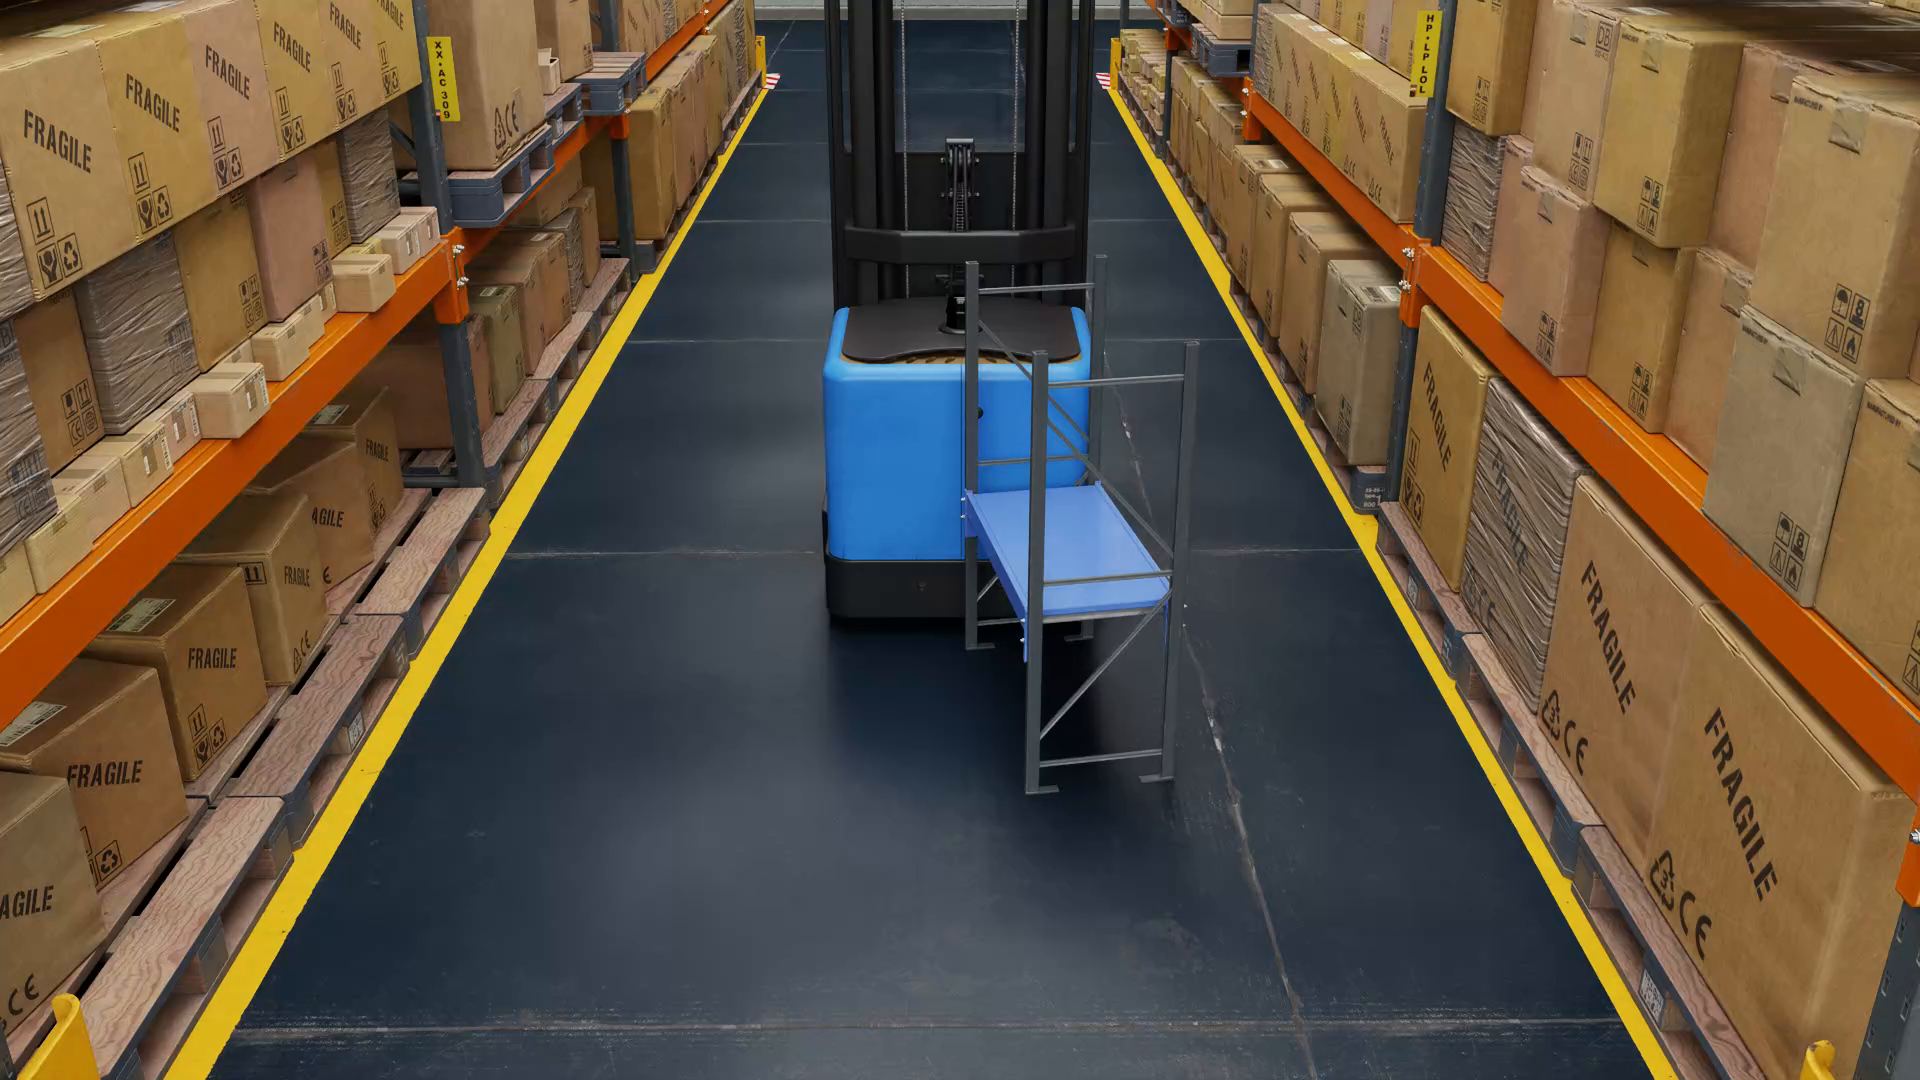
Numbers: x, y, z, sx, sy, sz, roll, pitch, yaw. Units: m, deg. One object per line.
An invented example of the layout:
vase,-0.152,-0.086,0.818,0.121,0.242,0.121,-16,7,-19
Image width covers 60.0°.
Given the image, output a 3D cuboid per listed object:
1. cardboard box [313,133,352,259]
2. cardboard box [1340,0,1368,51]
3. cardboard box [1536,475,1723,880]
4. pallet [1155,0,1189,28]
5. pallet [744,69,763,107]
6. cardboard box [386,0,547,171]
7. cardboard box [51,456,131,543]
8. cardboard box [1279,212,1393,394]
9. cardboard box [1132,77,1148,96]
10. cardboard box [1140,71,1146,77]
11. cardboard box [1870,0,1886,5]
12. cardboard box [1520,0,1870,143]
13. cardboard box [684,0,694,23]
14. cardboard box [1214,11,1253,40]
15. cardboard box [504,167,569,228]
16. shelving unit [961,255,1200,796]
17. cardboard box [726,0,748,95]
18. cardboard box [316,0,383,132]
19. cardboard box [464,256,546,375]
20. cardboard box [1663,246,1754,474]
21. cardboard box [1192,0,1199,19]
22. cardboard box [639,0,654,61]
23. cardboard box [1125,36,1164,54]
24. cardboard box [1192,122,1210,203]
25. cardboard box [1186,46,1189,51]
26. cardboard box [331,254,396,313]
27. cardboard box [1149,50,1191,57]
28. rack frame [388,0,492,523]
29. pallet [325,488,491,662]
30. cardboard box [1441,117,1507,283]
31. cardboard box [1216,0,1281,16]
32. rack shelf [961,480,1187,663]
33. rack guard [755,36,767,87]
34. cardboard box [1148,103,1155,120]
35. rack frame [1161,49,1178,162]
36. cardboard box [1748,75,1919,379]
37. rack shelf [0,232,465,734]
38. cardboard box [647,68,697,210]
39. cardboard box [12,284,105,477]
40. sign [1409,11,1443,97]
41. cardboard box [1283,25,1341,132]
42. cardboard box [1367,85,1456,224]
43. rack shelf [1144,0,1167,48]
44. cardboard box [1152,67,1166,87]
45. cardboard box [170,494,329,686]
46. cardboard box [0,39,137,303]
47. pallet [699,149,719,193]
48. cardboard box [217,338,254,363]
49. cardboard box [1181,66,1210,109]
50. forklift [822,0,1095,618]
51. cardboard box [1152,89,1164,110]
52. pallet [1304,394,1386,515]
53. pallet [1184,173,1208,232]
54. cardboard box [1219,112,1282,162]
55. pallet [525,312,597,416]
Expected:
cardboard box,-2.684,-1.218,5.821,0.875,0.500,0.500,0,24,-1
cardboard box,2.335,-2.744,8.342,0.700,0.500,0.500,0,24,-1
cardboard box,2.322,0.374,4.853,0.875,0.875,0.875,-1,24,-1
pallet,2.139,-4.303,13.357,1.003,0.211,1.213,0,24,-1
pallet,-2.641,-4.774,17.550,1.003,0.211,1.213,0,24,-1
cardboard box,-2.466,-2.222,7.285,1.000,1.000,1.000,0,24,0
cardboard box,-2.313,-0.094,4.123,0.380,0.149,0.250,0,24,-1
cardboard box,2.260,-1.229,8.548,1.050,0.750,0.750,0,24,-1
cardboard box,1.919,-4.506,16.523,0.380,0.149,0.250,-1,24,-3
cardboard box,2.011,-4.737,16.672,0.380,0.149,0.250,-1,24,-3
cardboard box,6.968,-4.116,12.286,0.500,0.250,0.500,-1,24,-2
cardboard box,2.455,-1.592,5.637,0.875,0.550,0.550,0,24,-1
cardboard box,-2.408,-4.376,13.164,0.500,0.500,0.500,0,24,1
cardboard box,1.855,-3.336,10.781,0.380,0.149,0.250,0,24,0
cardboard box,-2.588,-1.986,9.591,0.500,0.250,0.500,2,24,5
shelving unit,0.362,-0.083,5.614,0.538,1.500,1.048,-5,25,-10
cardboard box,-2.631,-4.959,16.643,0.875,0.875,0.875,0,24,-1
cardboard box,-2.310,-1.676,5.619,0.500,0.500,0.500,0,24,-1
cardboard box,-2.575,-1.171,8.698,0.700,0.500,0.500,-2,24,-5
cardboard box,2.449,-0.440,4.402,0.875,0.550,0.550,0,24,-1
cardboard box,1.847,-3.758,11.714,0.380,0.149,0.250,-1,24,-3
cardboard box,-2.382,-3.537,11.309,0.500,0.500,0.500,-1,24,-2
cardboard box,1.897,-5.083,17.077,0.380,0.149,0.250,0,24,-1
cardboard box,2.027,-2.812,12.352,0.500,0.500,0.500,-1,24,-3
cardboard box,2.506,-4.984,16.858,0.380,0.149,0.250,-1,24,-3
cardboard box,-2.251,-0.918,5.946,0.380,0.149,0.250,0,24,-1
cardboard box,2.031,-4.655,16.131,0.380,0.149,0.250,0,24,0
rack frame,-2.597,-1.429,6.770,1.000,3.000,0.127,0,24,-1
pallet,-2.555,0.118,6.733,1.003,0.211,1.213,0,24,-1
cardboard box,2.379,-1.326,6.360,0.875,0.550,0.550,0,24,-1
cardboard box,1.859,-3.472,10.721,0.380,0.149,0.250,0,24,1
rack shelf,0.362,0.081,5.688,0.538,0.185,1.000,-5,25,-10
rack guard,-2.728,-5.245,18.240,1.175,0.500,0.348,0,24,-1
cardboard box,1.945,-3.975,15.348,0.380,0.149,0.250,-1,24,-2
rack frame,2.276,-4.706,14.016,1.000,3.000,0.127,0,24,-1
cardboard box,2.344,-0.701,3.668,0.875,0.550,0.550,0,24,-1
rack shelf,-2.575,-0.277,5.096,1.077,0.370,4.000,0,24,-1
cardboard box,-2.630,-2.952,12.207,1.225,0.875,0.875,0,24,0
cardboard box,-2.658,-0.394,3.999,0.875,0.500,0.500,0,24,-1
sign,1.821,-1.895,6.490,0.100,0.325,0.005,0,24,-1
cardboard box,2.068,-2.500,9.016,0.500,0.500,0.500,0,24,-1
cardboard box,2.090,-1.669,7.179,0.500,0.500,0.500,0,24,-1
rack shelf,2.254,-5.203,15.986,1.077,0.370,4.000,0,24,-1
cardboard box,1.960,-4.223,15.175,0.380,0.149,0.250,0,24,-1
cardboard box,-2.534,0.175,5.747,0.500,0.500,0.500,-2,24,-5
cardboard box,-2.286,-0.851,3.797,0.500,0.500,0.500,0,24,-1
pallet,-2.601,-3.137,13.931,1.003,0.211,1.213,0,24,-1
cardboard box,-2.373,-0.506,5.033,0.380,0.149,0.250,0,24,-1
cardboard box,2.028,-3.575,13.129,0.500,0.250,0.500,0,24,1
forklift,-0.004,-1.595,7.220,1.130,2.935,3.031,0,24,0
cardboard box,1.940,-3.974,14.986,0.380,0.149,0.250,-1,24,-3
pallet,2.280,-0.457,8.004,1.003,0.211,1.213,0,24,-1
pallet,2.302,-2.611,12.767,1.003,0.211,1.213,0,24,-1
cardboard box,2.050,-2.733,11.266,0.500,0.250,0.500,-1,24,-2
pallet,-2.623,-0.983,9.168,1.003,0.211,1.213,0,24,-1
